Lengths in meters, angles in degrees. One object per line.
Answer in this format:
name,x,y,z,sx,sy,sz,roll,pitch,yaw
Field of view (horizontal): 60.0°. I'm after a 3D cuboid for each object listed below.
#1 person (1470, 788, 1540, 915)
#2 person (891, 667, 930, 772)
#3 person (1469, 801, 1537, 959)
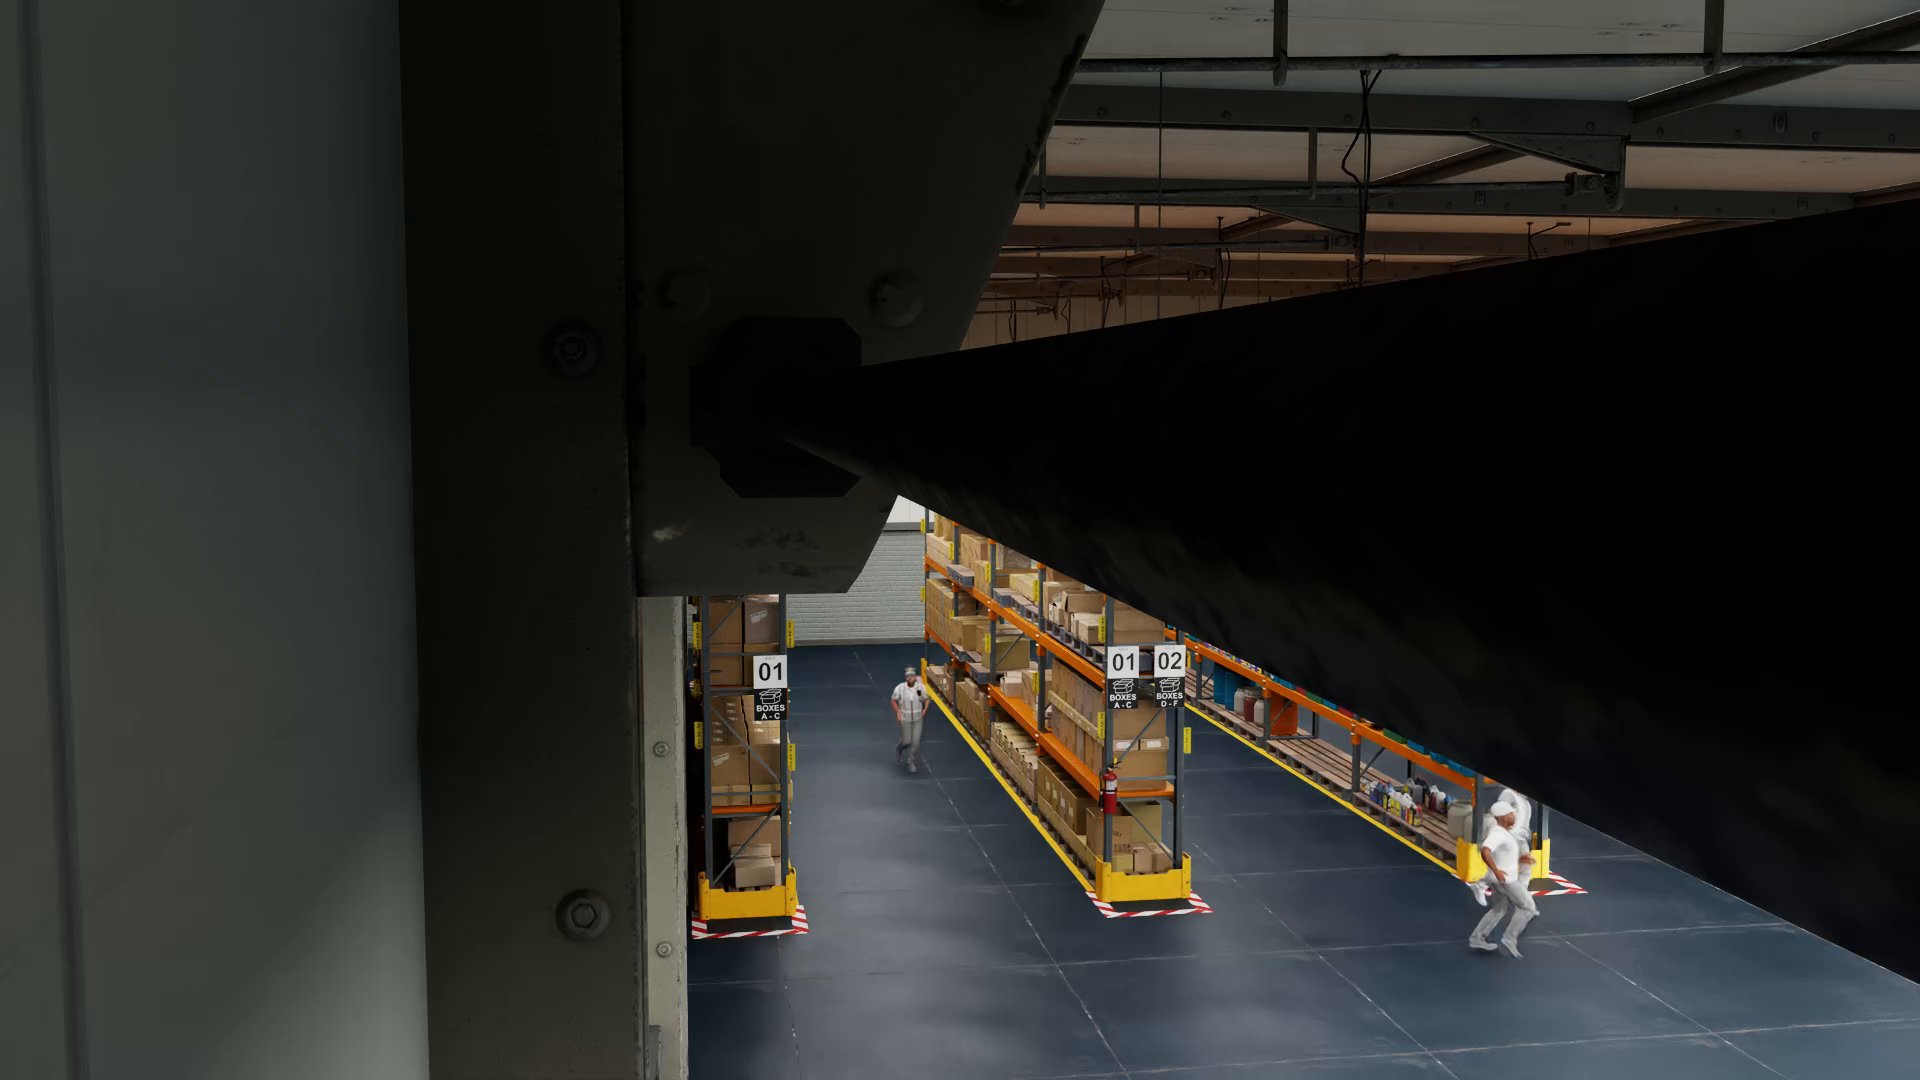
person,6.781,3.655,20.424,0.818,1.751,0.724,4,6,35
person,-0.819,3.003,28.042,0.653,1.755,0.647,-1,5,-11
person,6.123,3.827,18.704,0.719,1.776,0.710,1,5,10
